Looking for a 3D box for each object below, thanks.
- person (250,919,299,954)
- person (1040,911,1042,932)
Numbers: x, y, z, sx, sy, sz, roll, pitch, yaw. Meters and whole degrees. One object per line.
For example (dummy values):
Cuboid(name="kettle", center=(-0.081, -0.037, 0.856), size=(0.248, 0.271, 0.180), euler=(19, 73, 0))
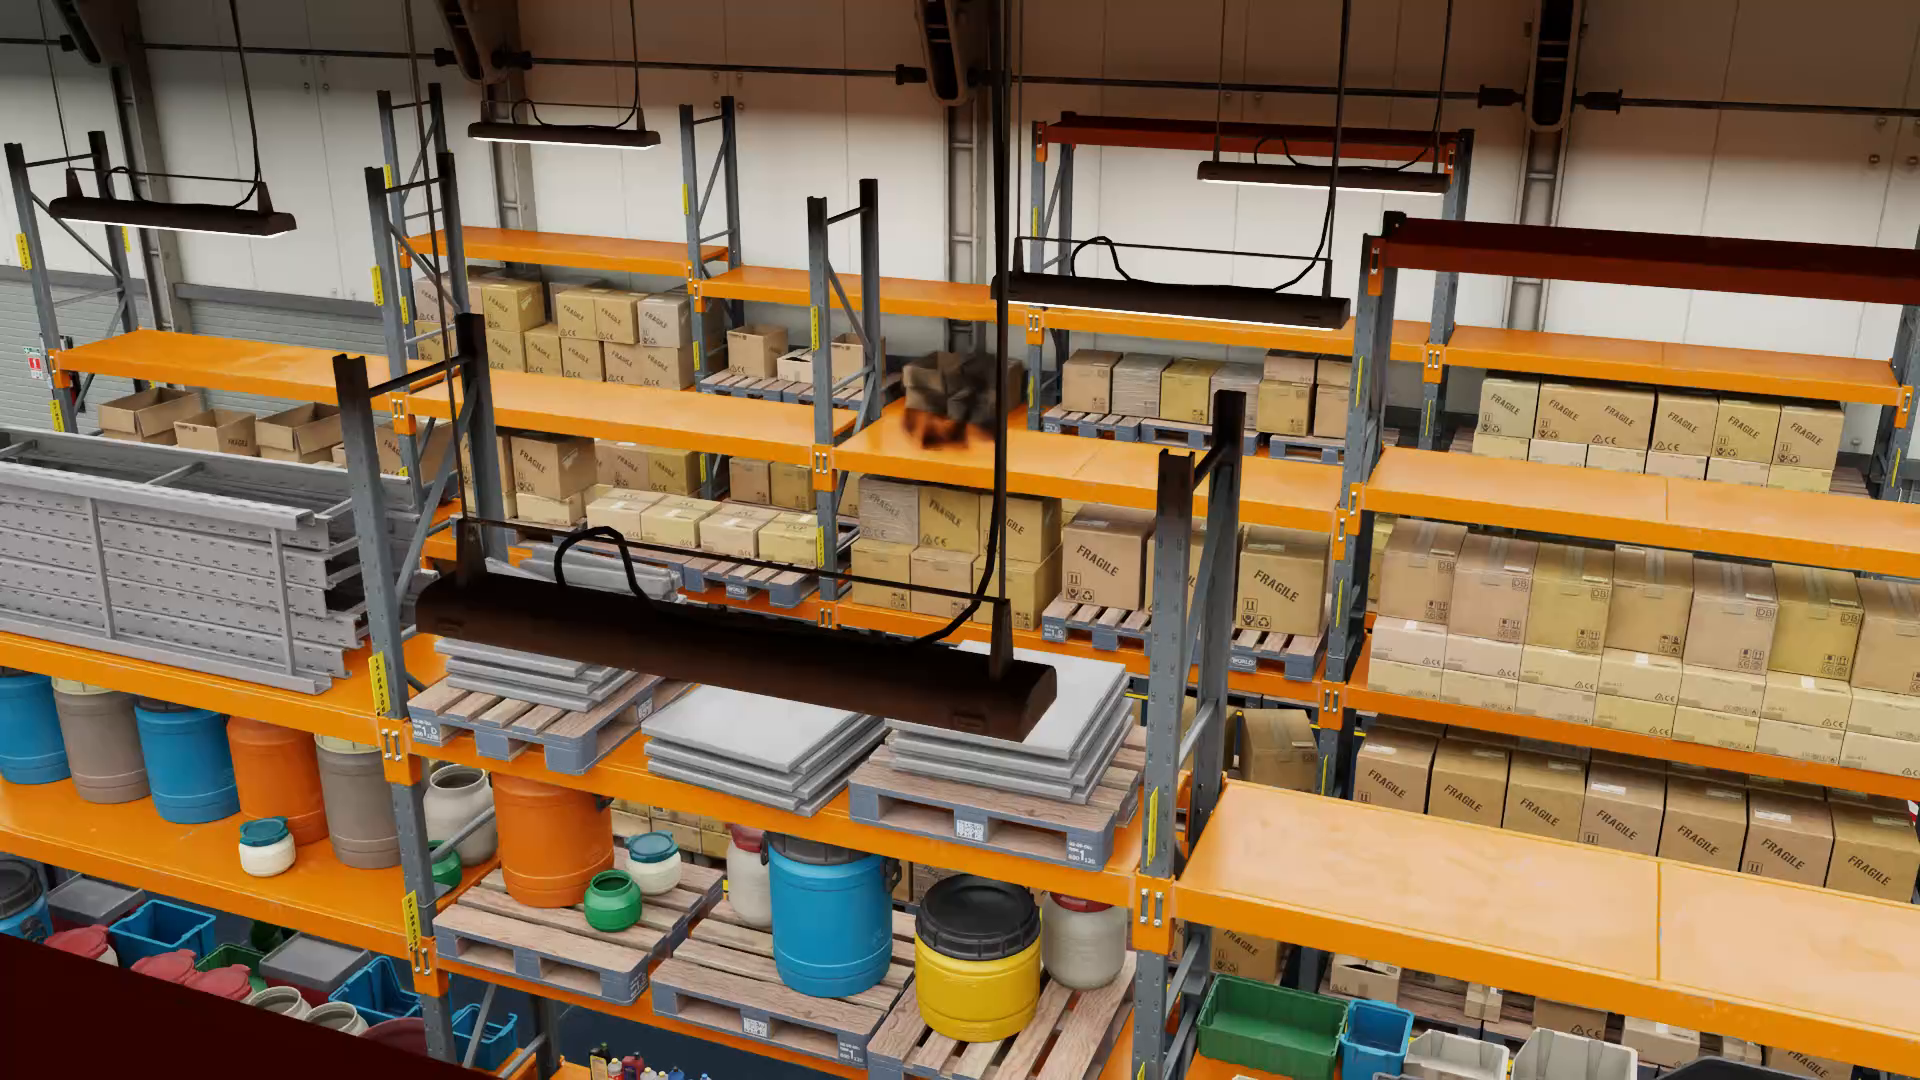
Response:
Cuboid(name="person", center=(-5.231, 2.721, 12.767), size=(0.582, 1.740, 0.639), euler=(5, 21, 13))
Cuboid(name="person", center=(0.354, 3.245, 11.430), size=(0.585, 1.721, 0.691), euler=(4, 21, 10))
